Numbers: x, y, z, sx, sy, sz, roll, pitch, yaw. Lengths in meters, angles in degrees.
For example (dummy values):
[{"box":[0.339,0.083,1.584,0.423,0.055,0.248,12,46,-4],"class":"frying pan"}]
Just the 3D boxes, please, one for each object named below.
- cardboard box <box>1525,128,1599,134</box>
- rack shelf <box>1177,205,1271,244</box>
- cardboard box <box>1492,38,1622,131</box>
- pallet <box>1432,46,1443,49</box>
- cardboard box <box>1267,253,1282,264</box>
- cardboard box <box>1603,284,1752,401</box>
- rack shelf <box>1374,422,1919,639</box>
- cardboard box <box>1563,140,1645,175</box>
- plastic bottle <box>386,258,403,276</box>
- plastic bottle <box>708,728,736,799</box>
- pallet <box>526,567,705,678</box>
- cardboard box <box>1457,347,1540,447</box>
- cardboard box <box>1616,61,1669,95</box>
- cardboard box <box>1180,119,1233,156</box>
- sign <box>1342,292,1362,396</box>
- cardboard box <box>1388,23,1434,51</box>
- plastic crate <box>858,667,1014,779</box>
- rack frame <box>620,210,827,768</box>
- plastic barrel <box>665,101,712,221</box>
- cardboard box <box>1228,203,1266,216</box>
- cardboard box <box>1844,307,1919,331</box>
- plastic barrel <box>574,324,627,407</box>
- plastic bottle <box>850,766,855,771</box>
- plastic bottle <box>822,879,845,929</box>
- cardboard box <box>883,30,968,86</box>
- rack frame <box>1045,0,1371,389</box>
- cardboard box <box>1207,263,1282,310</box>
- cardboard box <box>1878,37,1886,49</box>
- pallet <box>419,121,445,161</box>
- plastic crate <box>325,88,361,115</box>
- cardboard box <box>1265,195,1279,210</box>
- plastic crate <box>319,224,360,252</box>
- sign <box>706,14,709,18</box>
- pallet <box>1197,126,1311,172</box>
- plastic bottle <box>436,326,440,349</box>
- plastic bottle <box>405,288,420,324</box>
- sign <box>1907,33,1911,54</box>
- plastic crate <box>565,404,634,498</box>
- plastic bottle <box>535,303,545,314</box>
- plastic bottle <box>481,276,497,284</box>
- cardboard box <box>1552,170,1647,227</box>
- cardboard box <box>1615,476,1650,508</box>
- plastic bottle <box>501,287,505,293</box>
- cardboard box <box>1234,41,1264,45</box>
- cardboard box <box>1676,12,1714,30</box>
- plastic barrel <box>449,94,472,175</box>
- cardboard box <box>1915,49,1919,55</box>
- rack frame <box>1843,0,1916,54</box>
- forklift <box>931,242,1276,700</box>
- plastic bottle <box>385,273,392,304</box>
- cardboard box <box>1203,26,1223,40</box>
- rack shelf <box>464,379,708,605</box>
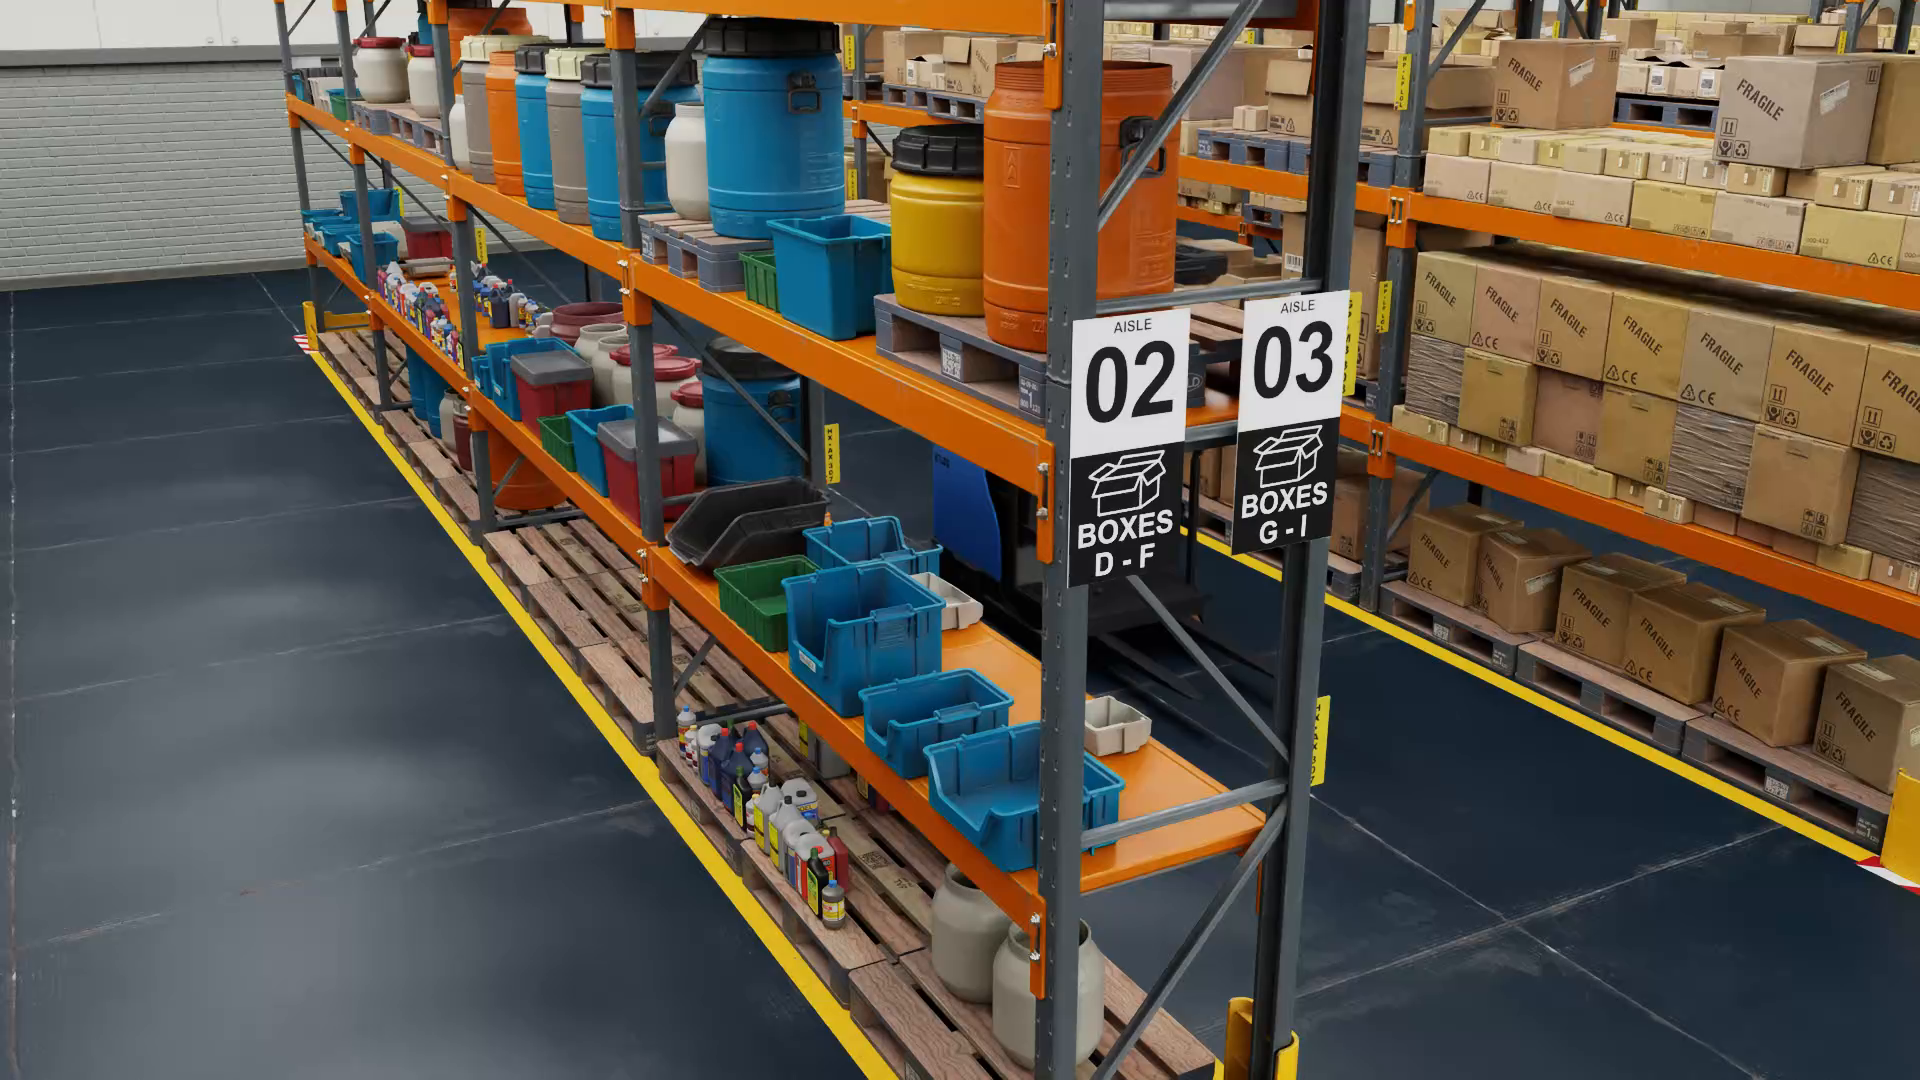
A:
[{"box":[3.629,-2.412,10.043,0.380,0.149,0.250,-10,21,-26],"class":"cardboard box"},{"box":[2.838,-4.286,21.556,1.077,0.370,4.000,-10,21,-27],"class":"rack shelf"},{"box":[3.612,-2.768,10.081,0.500,0.500,0.500,-11,22,-28],"class":"cardboard box"},{"box":[7.141,-6.810,23.305,1.003,0.211,1.213,-10,21,-27],"class":"pallet"},{"box":[3.906,-3.170,19.258,0.500,0.250,0.500,-11,22,-29],"class":"cardboard box"},{"box":[3.886,-1.079,9.018,0.500,0.500,0.500,-10,21,-27],"class":"cardboard box"},{"box":[4.123,-0.102,9.430,1.077,0.370,4.000,-10,21,-27],"class":"rack shelf"},{"box":[3.557,-2.110,9.167,0.380,0.149,0.250,-10,22,-28],"class":"cardboard box"},{"box":[-5.083,-2.359,14.945,0.144,0.351,0.185,-10,21,-27],"class":"plastic bottle"},{"box":[-1.167,1.091,8.256,0.144,0.351,0.185,-9,21,-25],"class":"plastic bottle"},{"box":[-2.176,0.499,10.861,1.003,0.211,1.213,-10,21,-27],"class":"pallet"},{"box":[3.539,-0.916,10.078,0.875,0.500,0.500,-10,21,-27],"class":"cardboard box"},{"box":[6.075,-4.111,14.780,0.500,0.250,0.500,-9,21,-25],"class":"cardboard box"},{"box":[1.769,-3.043,12.484,0.500,0.250,0.500,-9,21,-26],"class":"cardboard box"},{"box":[1.200,-0.607,5.179,0.100,0.325,0.005,-10,21,-27],"class":"sign"},{"box":[4.638,-5.172,17.097,0.396,0.266,0.258,-10,21,-27],"class":"cardboard box"},{"box":[-0.090,0.685,6.275,0.499,0.251,0.408,-10,21,-27],"class":"plastic crate"},{"box":[-1.185,-0.249,8.754,1.000,3.000,0.127,-10,21,-27],"class":"rack frame"},{"box":[-1.154,-1.764,7.731,0.421,0.512,0.421,0,19,0],"class":"plastic barrel"},{"box":[3.446,-3.979,19.948,0.380,0.149,0.250,-10,22,-27],"class":"cardboard box"},{"box":[4.820,-0.873,8.420,0.500,0.500,0.500,-10,21,-27],"class":"cardboard box"},{"box":[-2.408,-1.188,11.303,0.421,0.512,0.421,0,19,0],"class":"plastic barrel"},{"box":[-0.535,0.991,8.548,0.144,0.351,0.185,-11,22,-29],"class":"plastic bottle"},{"box":[-0.544,1.555,7.142,0.097,0.201,0.097,0,19,0],"class":"plastic bottle"},{"box":[-0.341,-4.811,16.580,0.700,0.500,0.500,-9,21,-25],"class":"cardboard box"},{"box":[0.714,-1.936,4.447,1.000,3.000,0.127,-10,21,-27],"class":"rack frame"},{"box":[2.269,-1.747,12.292,0.797,0.503,0.637,-8,20,-21],"class":"cardboard box"},{"box":[12.598,-6.792,22.705,0.380,0.149,0.250,-10,21,-26],"class":"cardboard box"},{"box":[-3.362,-2.960,12.303,1.003,0.211,1.213,-10,21,-27],"class":"pallet"},{"box":[-5.698,-4.096,15.561,0.416,0.233,0.300,-10,21,-27],"class":"plastic crate"},{"box":[3.707,-3.868,18.985,0.380,0.149,0.250,-10,21,-26],"class":"cardboard box"},{"box":[-6.431,-3.143,17.306,0.416,0.233,0.300,-10,21,-27],"class":"plastic crate"},{"box":[-3.016,-6.245,20.071,0.100,0.325,0.005,-10,21,-27],"class":"sign"},{"box":[2.479,-2.836,11.941,1.213,0.211,1.003,-10,21,-27],"class":"pallet"},{"box":[-4.032,-1.595,12.960,0.097,0.201,0.097,0,19,0],"class":"plastic bottle"},{"box":[-4.550,-1.962,13.910,0.152,0.276,0.135,-10,21,-27],"class":"plastic bottle"},{"box":[10.474,-5.445,18.421,0.100,0.325,0.005,-10,21,-27],"class":"sign"},{"box":[-1.983,-0.510,9.534,0.392,0.384,0.575,-10,21,-27],"class":"plastic crate"},{"box":[-3.359,-1.761,13.314,0.061,0.283,0.133,-10,21,-27],"class":"plastic bottle"},{"box":[-4.100,-2.174,14.523,0.152,0.276,0.135,-10,21,-27],"class":"plastic bottle"},{"box":[3.644,-1.899,9.167,0.500,0.250,0.500,-11,22,-29],"class":"cardboard box"},{"box":[3.894,-0.296,9.275,0.380,0.149,0.250,-10,21,-27],"class":"cardboard box"},{"box":[-3.837,-1.990,13.996,0.097,0.271,0.097,0,19,0],"class":"plastic bottle"},{"box":[3.345,-5.728,19.498,0.500,0.250,0.500,-11,22,-29],"class":"cardboard box"},{"box":[11.279,-7.888,25.300,0.500,0.250,0.500,-9,21,-25],"class":"cardboard box"},{"box":[-3.207,-2.731,11.178,0.421,0.512,0.421,0,19,0],"class":"plastic barrel"},{"box":[10.437,-4.891,17.455,0.700,0.500,0.500,-10,21,-27],"class":"cardboard box"},{"box":[9.995,-6.535,17.775,1.000,3.000,0.127,-10,21,-27],"class":"rack frame"},{"box":[0.921,-0.769,10.367,1.130,2.935,3.031,-10,21,-26],"class":"forklift"},{"box":[-5.005,-2.217,14.654,0.097,0.271,0.097,0,19,0],"class":"plastic bottle"},{"box":[3.111,-6.009,19.701,0.380,0.149,0.250,-10,21,-27],"class":"cardboard box"},{"box":[-2.135,-0.483,10.535,1.077,0.370,4.000,-10,21,-27],"class":"rack shelf"}]
